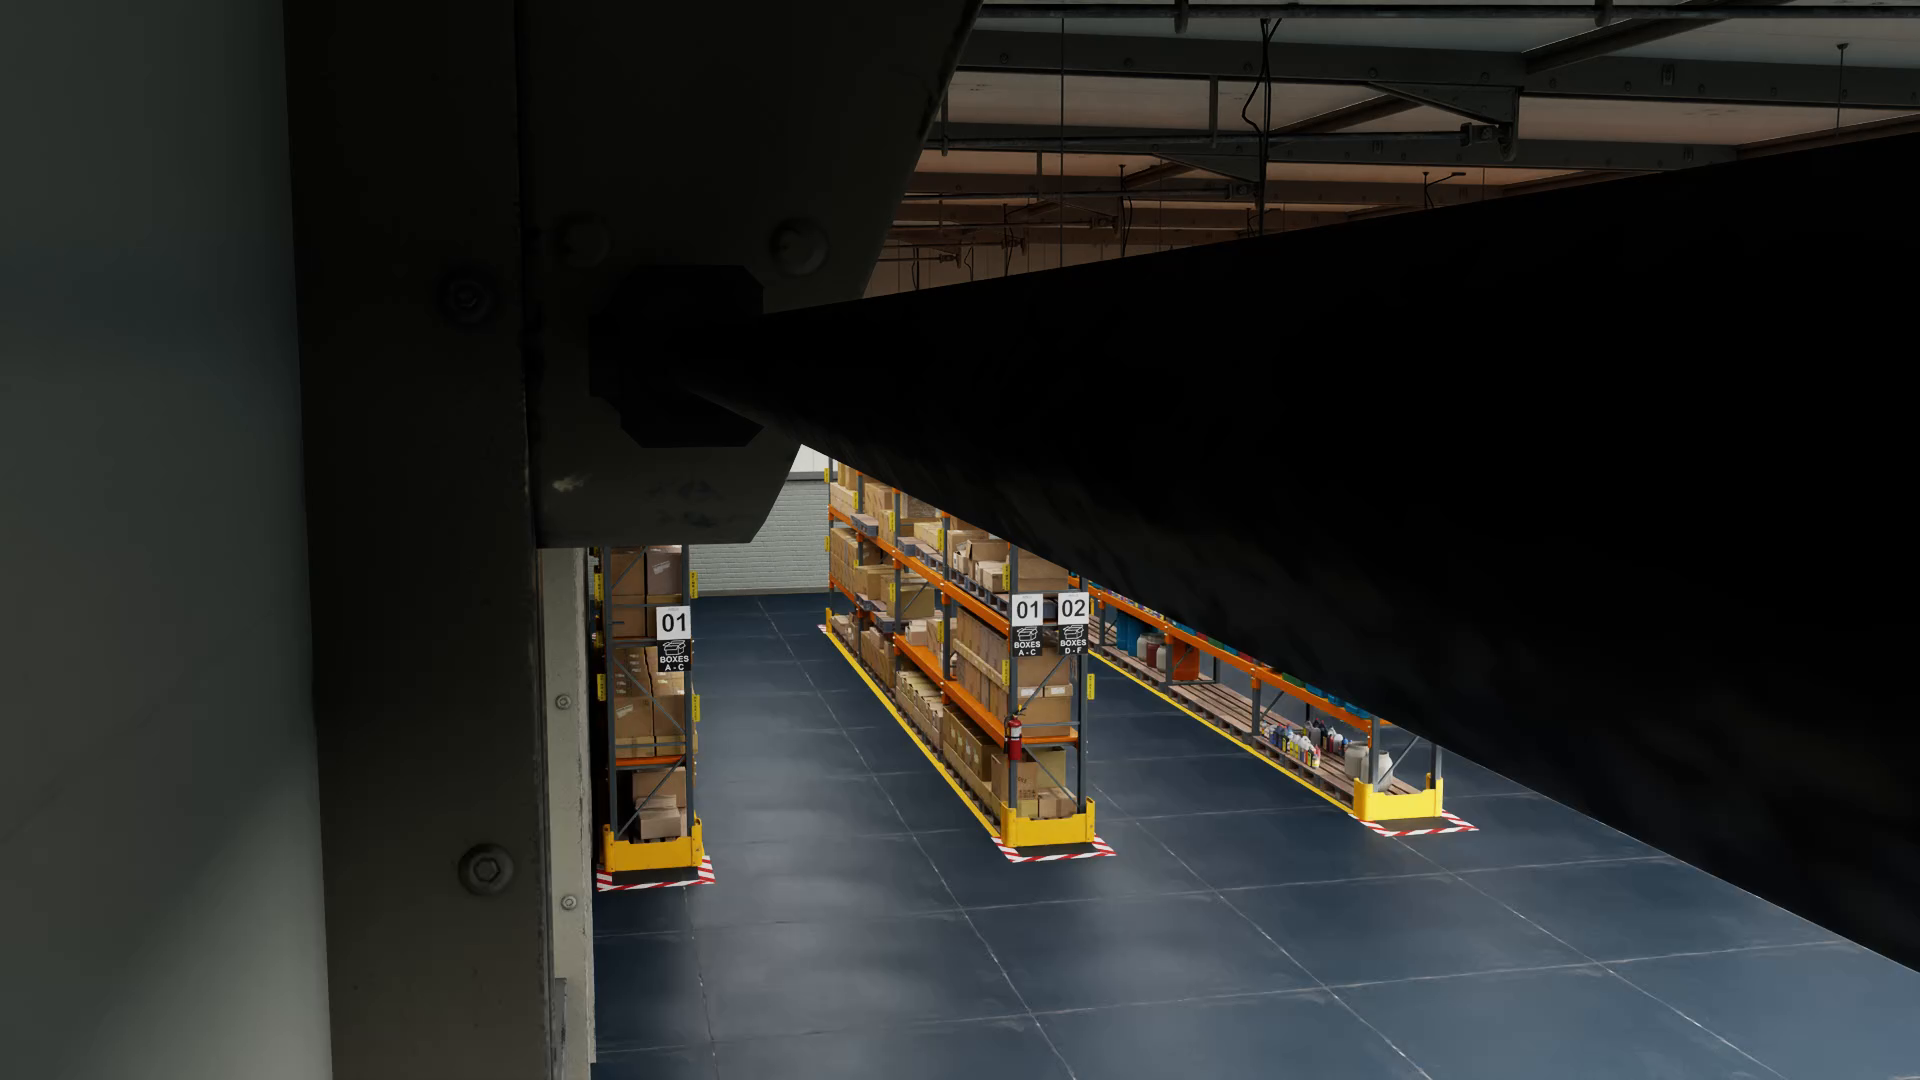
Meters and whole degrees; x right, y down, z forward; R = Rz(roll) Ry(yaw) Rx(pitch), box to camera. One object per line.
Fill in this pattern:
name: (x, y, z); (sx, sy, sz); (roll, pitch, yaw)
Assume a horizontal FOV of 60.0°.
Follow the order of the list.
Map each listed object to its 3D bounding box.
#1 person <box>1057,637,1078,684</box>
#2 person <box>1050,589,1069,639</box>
person: (1.664, 2.249, 27.609); (0.580, 1.623, 0.617); (-1, 7, -7)
person: (1.932, 1.735, 31.791); (0.697, 1.733, 1.033); (-2, 7, -17)
